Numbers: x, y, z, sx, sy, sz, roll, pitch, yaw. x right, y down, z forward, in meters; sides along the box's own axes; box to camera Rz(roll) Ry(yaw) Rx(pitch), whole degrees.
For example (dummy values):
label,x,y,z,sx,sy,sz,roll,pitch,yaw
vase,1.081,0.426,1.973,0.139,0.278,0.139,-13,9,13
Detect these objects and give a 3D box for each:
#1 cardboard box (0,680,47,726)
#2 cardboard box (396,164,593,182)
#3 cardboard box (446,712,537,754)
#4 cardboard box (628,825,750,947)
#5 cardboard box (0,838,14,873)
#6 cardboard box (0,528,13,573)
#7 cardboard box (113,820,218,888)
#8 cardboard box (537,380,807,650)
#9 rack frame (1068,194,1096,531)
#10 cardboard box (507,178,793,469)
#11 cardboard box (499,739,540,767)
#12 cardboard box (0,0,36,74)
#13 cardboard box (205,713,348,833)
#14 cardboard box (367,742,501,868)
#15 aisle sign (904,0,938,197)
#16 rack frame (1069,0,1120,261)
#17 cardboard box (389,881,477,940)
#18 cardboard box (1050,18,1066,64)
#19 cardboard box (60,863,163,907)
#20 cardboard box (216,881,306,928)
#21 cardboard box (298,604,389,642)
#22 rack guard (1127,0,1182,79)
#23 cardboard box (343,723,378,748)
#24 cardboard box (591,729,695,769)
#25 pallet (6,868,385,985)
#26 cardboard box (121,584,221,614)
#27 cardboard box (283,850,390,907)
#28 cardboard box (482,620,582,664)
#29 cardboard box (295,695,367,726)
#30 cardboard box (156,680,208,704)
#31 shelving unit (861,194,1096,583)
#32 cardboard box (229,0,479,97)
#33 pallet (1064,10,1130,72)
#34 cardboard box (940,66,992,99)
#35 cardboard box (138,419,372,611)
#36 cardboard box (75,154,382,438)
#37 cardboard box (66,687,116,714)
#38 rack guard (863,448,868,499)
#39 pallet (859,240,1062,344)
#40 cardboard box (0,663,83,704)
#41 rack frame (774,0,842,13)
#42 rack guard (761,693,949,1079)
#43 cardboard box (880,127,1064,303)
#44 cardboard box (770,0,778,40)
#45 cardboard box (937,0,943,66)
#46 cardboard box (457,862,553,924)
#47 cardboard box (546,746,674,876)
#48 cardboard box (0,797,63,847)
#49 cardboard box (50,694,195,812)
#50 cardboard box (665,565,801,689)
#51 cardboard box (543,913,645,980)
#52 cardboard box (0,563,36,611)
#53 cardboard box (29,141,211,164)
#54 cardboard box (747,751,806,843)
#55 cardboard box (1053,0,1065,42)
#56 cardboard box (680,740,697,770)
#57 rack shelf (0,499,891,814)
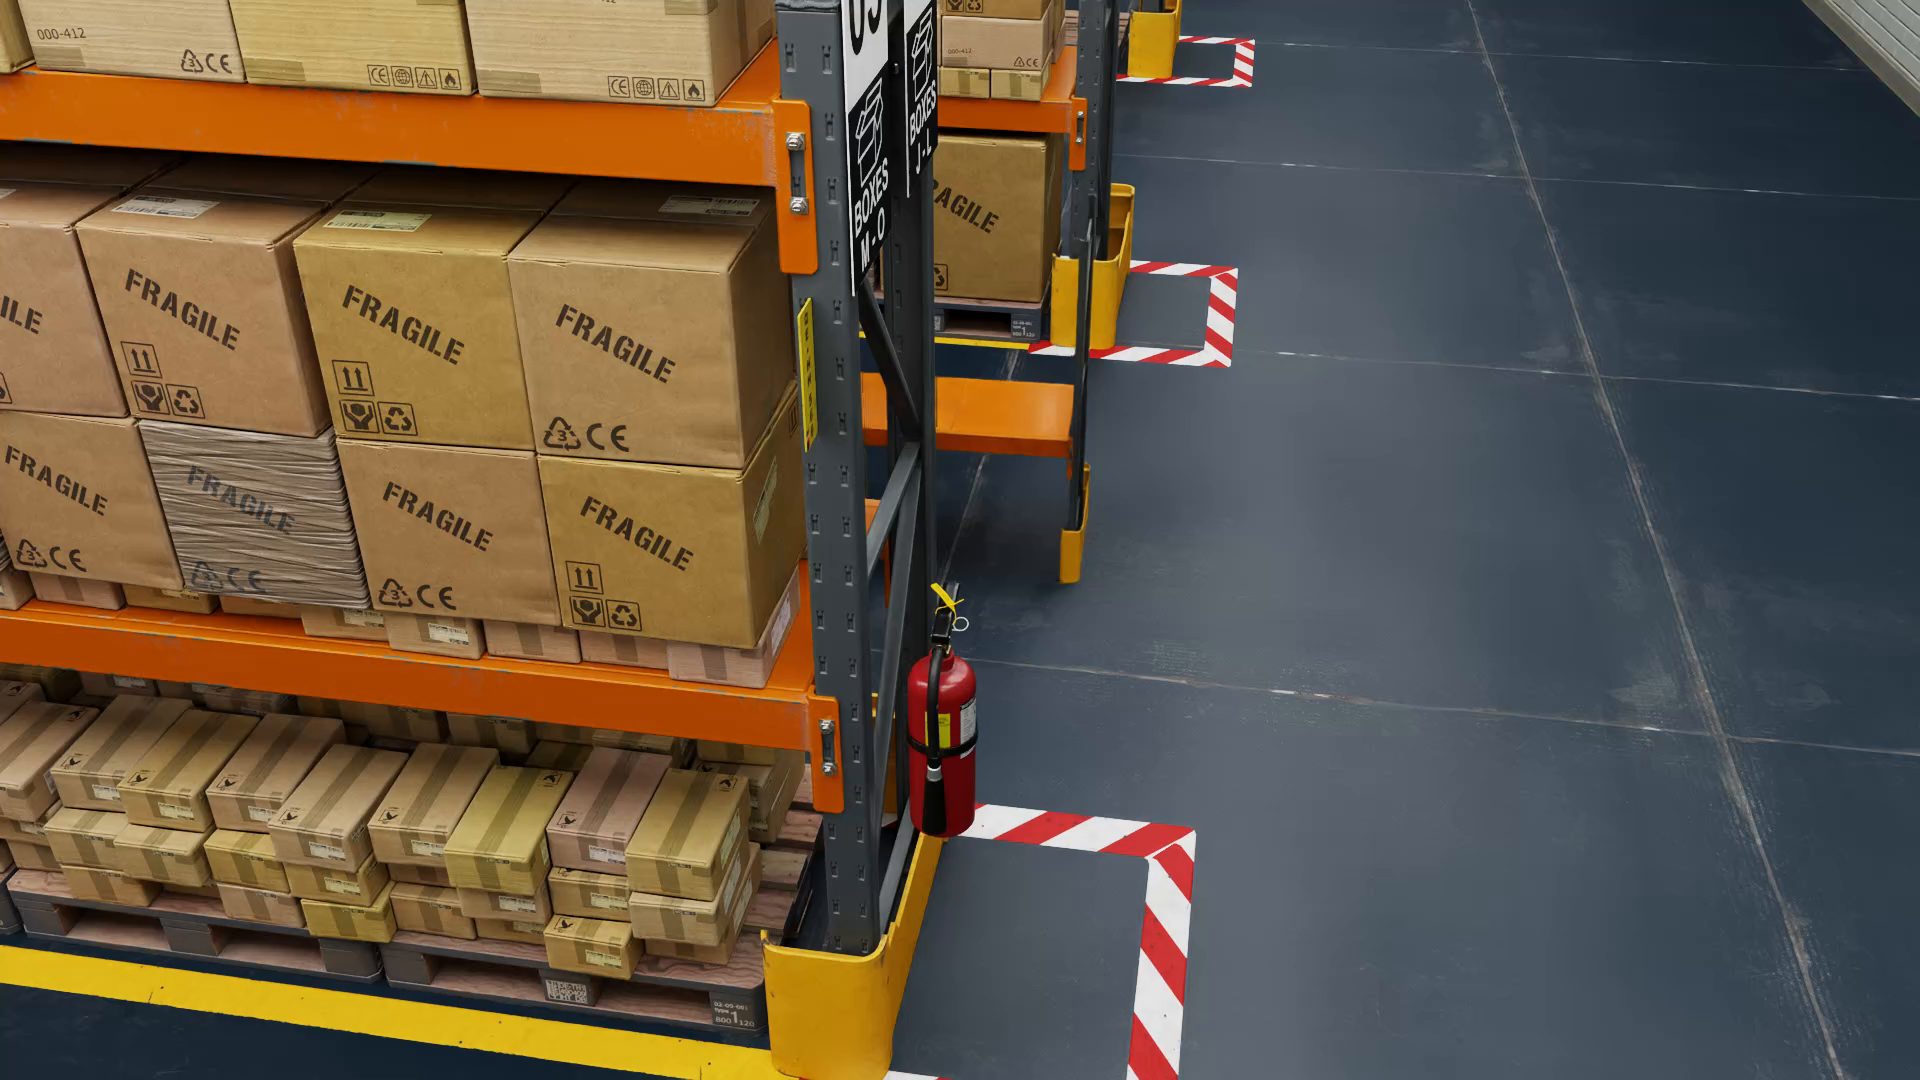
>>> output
label,x,y,z,sx,sy,sz,roll,pitch,yaw
cardboard box,-3.074,0.606,5.186,0.250,0.149,0.380,4,32,7
cardboard box,-1.112,-0.831,4.434,0.500,0.500,0.500,6,33,10
cardboard box,-1.452,0.505,5.346,0.250,0.149,0.380,4,32,6
cardboard box,-0.784,0.988,4.855,0.250,0.149,0.380,4,32,7
cardboard box,-3.079,0.871,5.323,0.250,0.149,0.380,5,32,7
cardboard box,-2.733,-0.264,4.469,0.500,0.500,0.500,5,32,7
cardboard box,-2.335,0.861,5.059,0.250,0.149,0.380,5,32,9
cardboard box,-0.702,-0.092,4.196,0.500,0.500,0.500,6,33,9
rack frame,0.495,-0.612,6.813,0.032,1.500,0.500,4,32,6
cardboard box,-0.708,-0.521,3.939,0.500,0.500,0.500,5,32,7
cardboard box,-1.440,0.596,5.482,0.250,0.149,0.380,6,33,10
cardboard box,-2.227,-1.259,3.748,0.500,0.250,0.500,7,33,10
cardboard box,-2.055,0.703,5.030,0.250,0.149,0.380,4,32,7
cardboard box,-1.539,0.780,4.907,0.250,0.149,0.380,4,32,6
aisle sign,-0.093,-1.271,4.003,0.004,0.787,0.394,5,32,8
rack frame,0.719,-2.603,8.582,0.127,3.000,1.000,5,32,8
cardboard box,-1.532,1.020,5.084,0.250,0.149,0.380,5,32,9
cardboard box,0.424,-2.701,8.975,0.250,0.149,0.380,6,32,9
cardboard box,-2.568,0.950,5.196,0.250,0.149,0.380,4,32,7
cardboard box,-2.060,0.995,5.124,0.250,0.149,0.380,6,33,9
cardboard box,-1.583,0.101,4.498,0.250,0.149,0.380,4,32,6
rack guard,1.578,-4.139,13.391,0.348,0.500,1.175,5,32,8
cardboard box,-1.992,0.619,5.444,0.250,0.149,0.380,7,33,11
cardboard box,-0.967,0.574,5.237,0.250,0.149,0.380,6,33,9
pallet,-2.284,0.956,5.524,1.213,0.211,1.003,5,32,8
cardboard box,-2.104,0.031,4.611,0.250,0.149,0.380,6,32,9
cardboard box,-1.809,0.903,4.991,0.250,0.149,0.380,6,32,9
cardboard box,-1.073,0.151,4.419,0.250,0.149,0.380,5,32,8
cardboard box,-1.976,0.428,5.469,0.250,0.149,0.380,6,32,9
cardboard box,-2.466,0.376,5.552,0.250,0.149,0.380,4,32,6
shelving unit,0.000,-0.646,6.869,1.083,1.500,0.587,4,32,6
cardboard box,-1.213,-1.170,3.607,0.500,0.250,0.500,5,32,8
pallet,0.745,-4.106,13.610,1.213,0.211,1.003,5,32,8
cardboard box,0.056,-2.379,8.460,0.250,0.149,0.380,6,32,9
cardboard box,-1.710,-0.181,4.338,0.500,0.500,0.500,5,32,8
cardboard box,-1.722,-0.608,4.078,0.500,0.500,0.500,7,33,11
cardboard box,-2.773,0.509,5.620,0.250,0.149,0.380,6,33,9
rack guard,-0.493,-0.151,7.256,0.087,0.250,0.587,4,32,6
pallet,-0.083,-1.452,9.371,1.213,0.211,1.003,5,32,8
cardboard box,-3.016,0.383,5.541,0.250,0.149,0.380,6,33,10
rack frame,-0.216,-2.561,2.860,0.127,3.000,1.000,5,32,8
rack guard,-0.290,1.034,5.126,0.348,0.500,1.175,5,32,8
cardboard box,0.074,-1.896,9.059,0.875,0.875,0.875,5,32,8
cardboard box,-0.615,-1.400,3.974,0.500,0.250,0.500,6,33,10
cardboard box,-0.304,-2.616,8.463,0.500,0.250,0.500,5,32,7
cardboard box,-1.296,0.943,4.928,0.250,0.149,0.380,4,32,6
cardboard box,-1.018,0.793,4.887,0.250,0.149,0.380,6,33,9
cardboard box,-2.811,0.770,5.204,0.250,0.149,0.380,7,33,10
cardboard box,-2.554,0.652,5.111,0.250,0.149,0.380,4,32,6
cardboard box,-0.584,0.207,4.329,0.250,0.149,0.380,5,32,8
cardboard box,-1.040,1.104,4.950,0.250,0.149,0.380,6,33,10
cardboard box,-2.628,0.020,4.628,0.250,0.149,0.380,7,33,10
cardboard box,-2.124,-0.933,4.596,0.500,0.500,0.500,4,32,7
cardboard box,-0.678,0.798,5.439,0.250,0.149,0.380,6,33,9
cardboard box,0.291,-2.850,8.837,0.500,0.250,0.500,4,32,7
cardboard box,-0.949,0.651,5.394,0.250,0.149,0.380,5,32,8
rack shelf,-2.187,0.108,4.928,4.000,0.370,1.077,5,32,8
